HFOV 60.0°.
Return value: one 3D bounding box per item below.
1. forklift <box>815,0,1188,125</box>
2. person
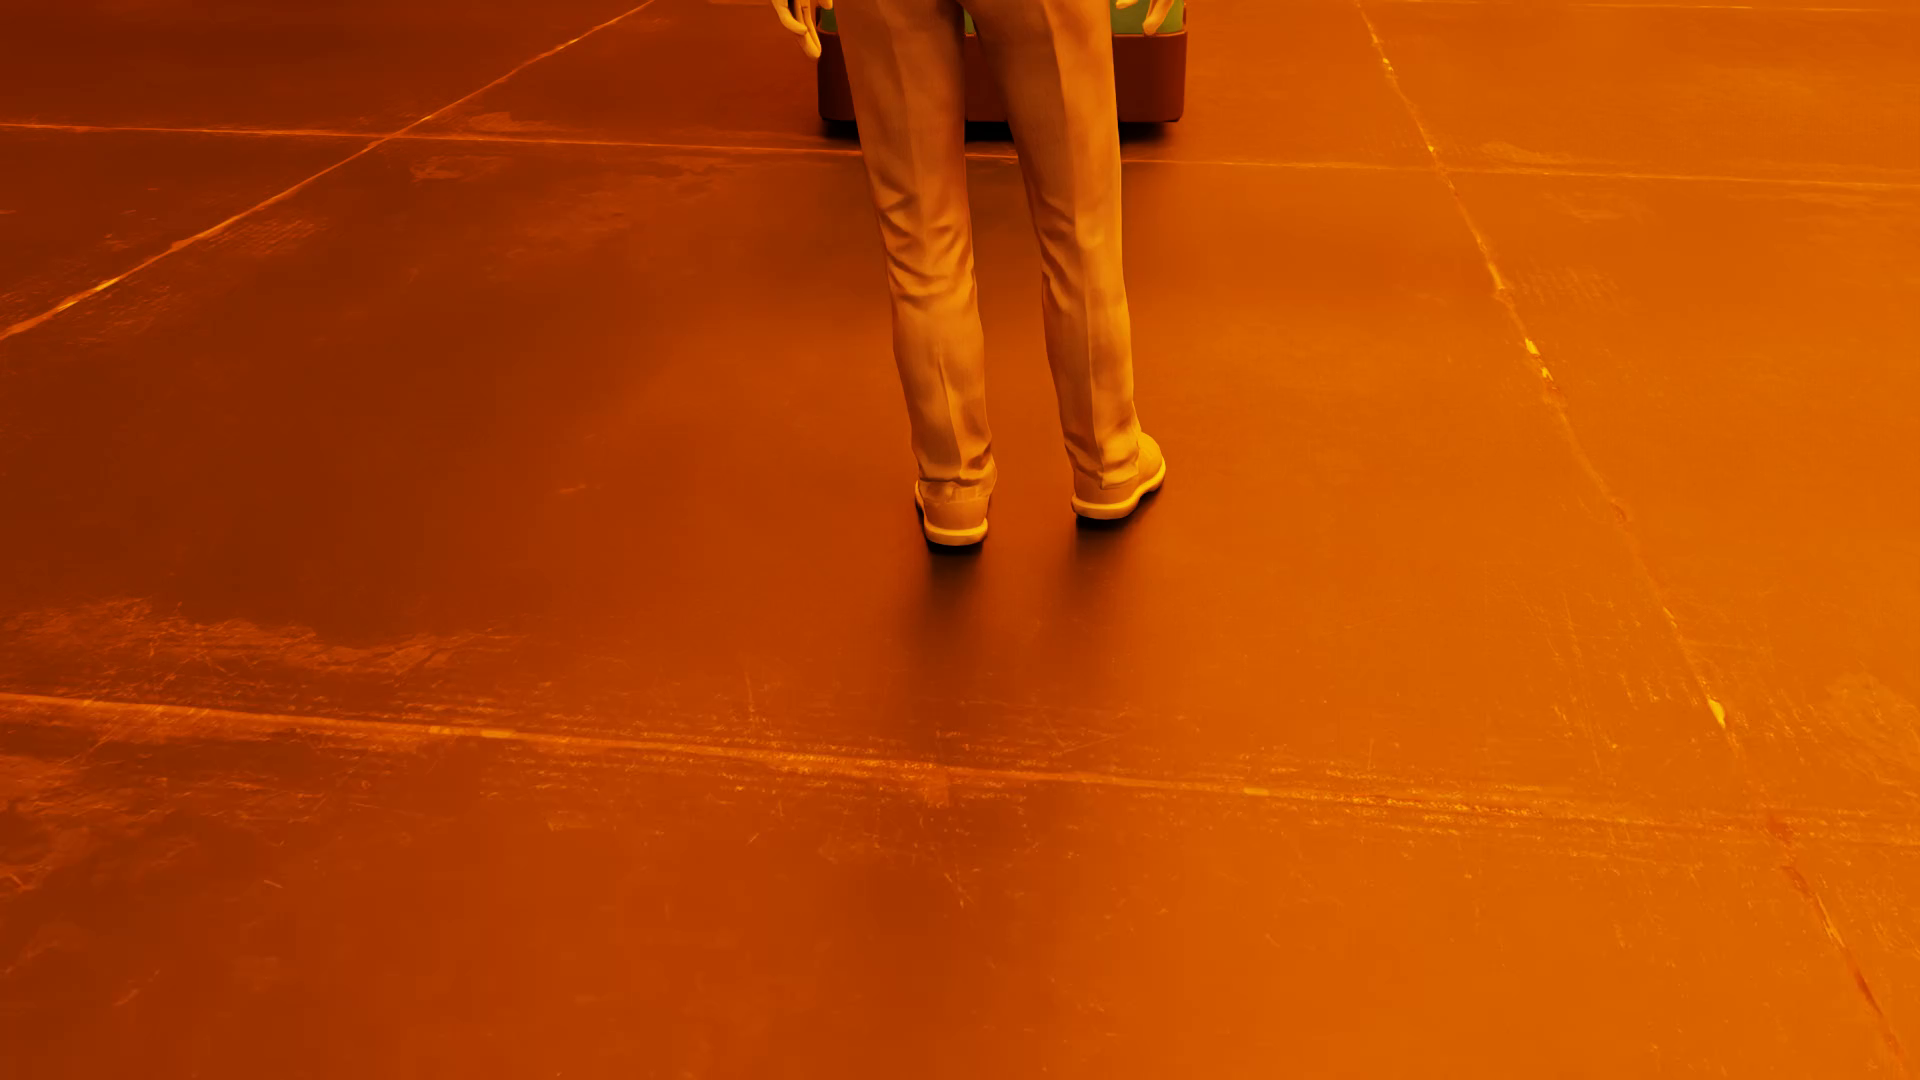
[{"bbox_3d":[0.140,-3.108,5.446,1.130,2.935,3.031,0,27,1],"label":"forklift"},{"bbox_3d":[0.016,-0.795,2.179,0.586,1.694,0.530,3,27,7],"label":"person"}]
